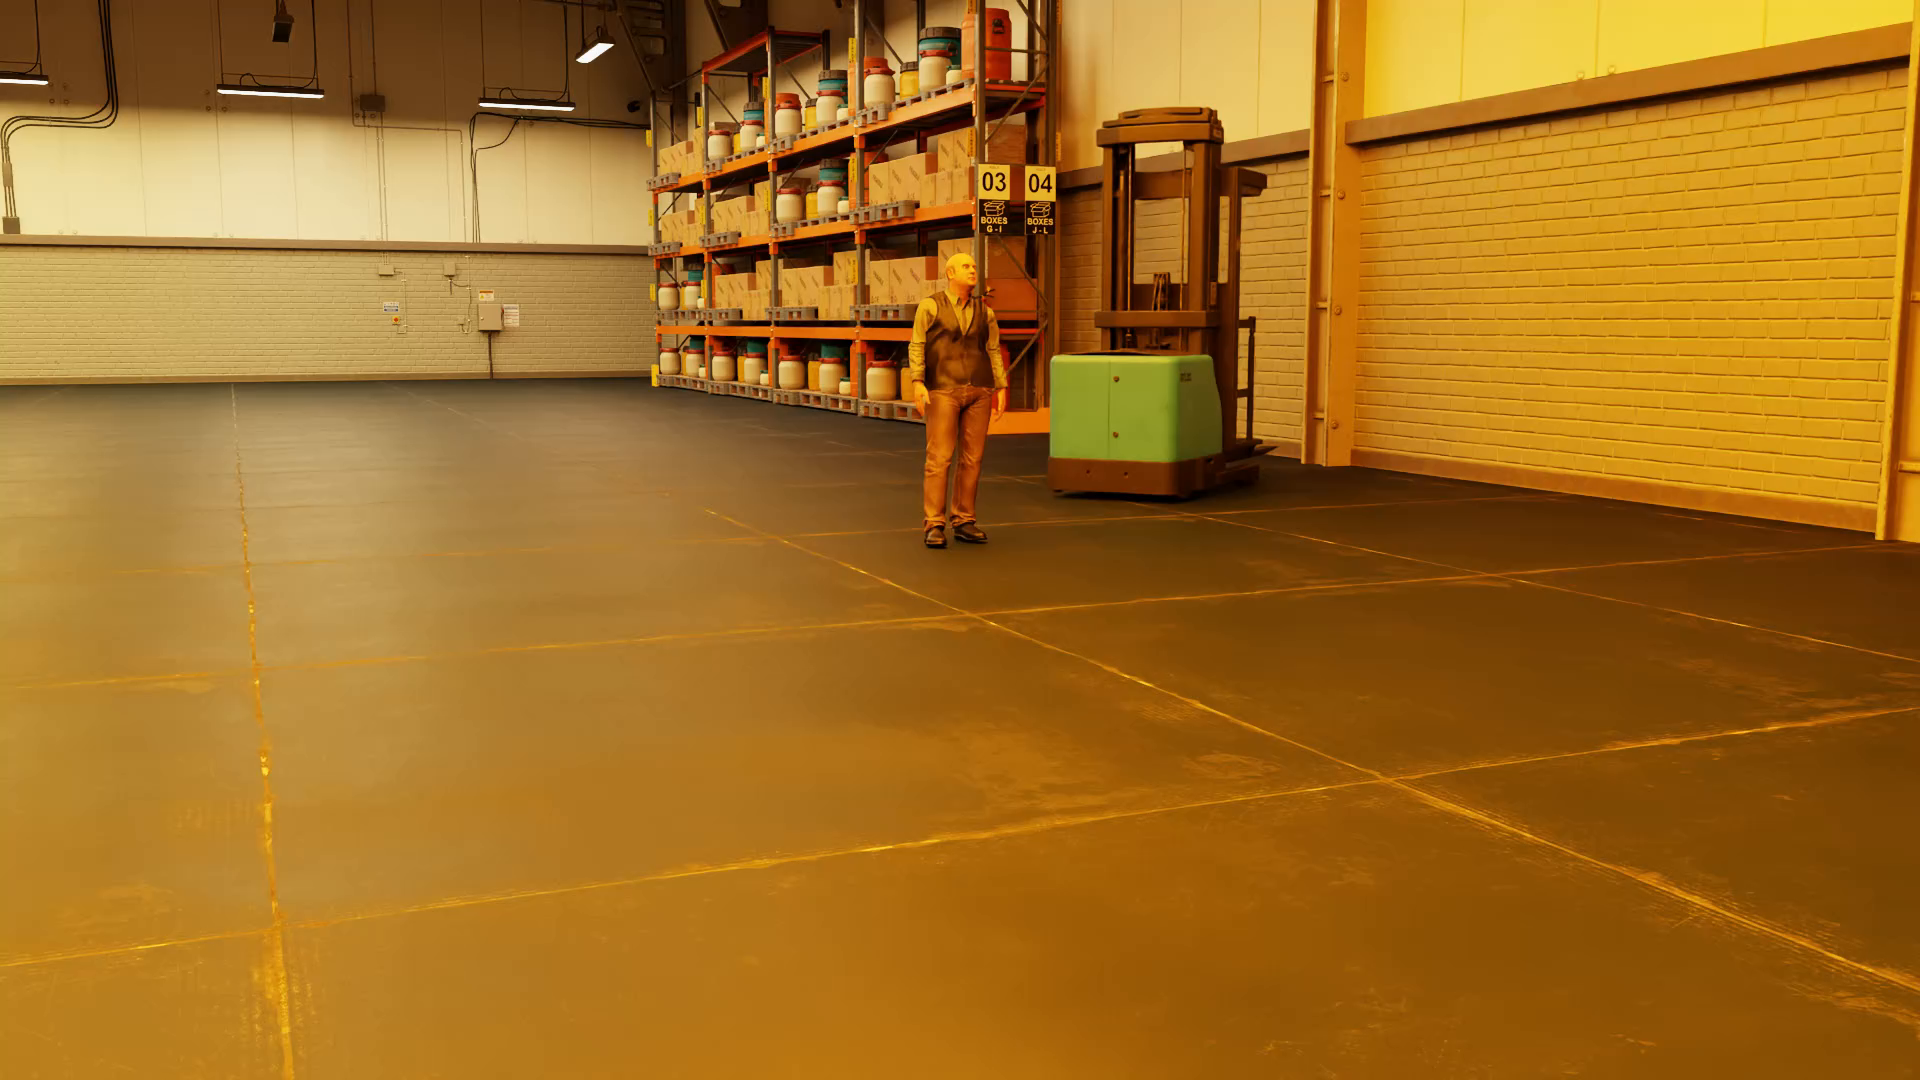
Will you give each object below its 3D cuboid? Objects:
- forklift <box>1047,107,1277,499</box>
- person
[{"bbox_3d":[1.799,-1.907,13.409,1.130,2.935,3.031,4,8,28],"label":"forklift"},{"bbox_3d":[0.017,-0.853,9.981,0.632,1.720,0.568,-3,8,-23],"label":"person"}]
